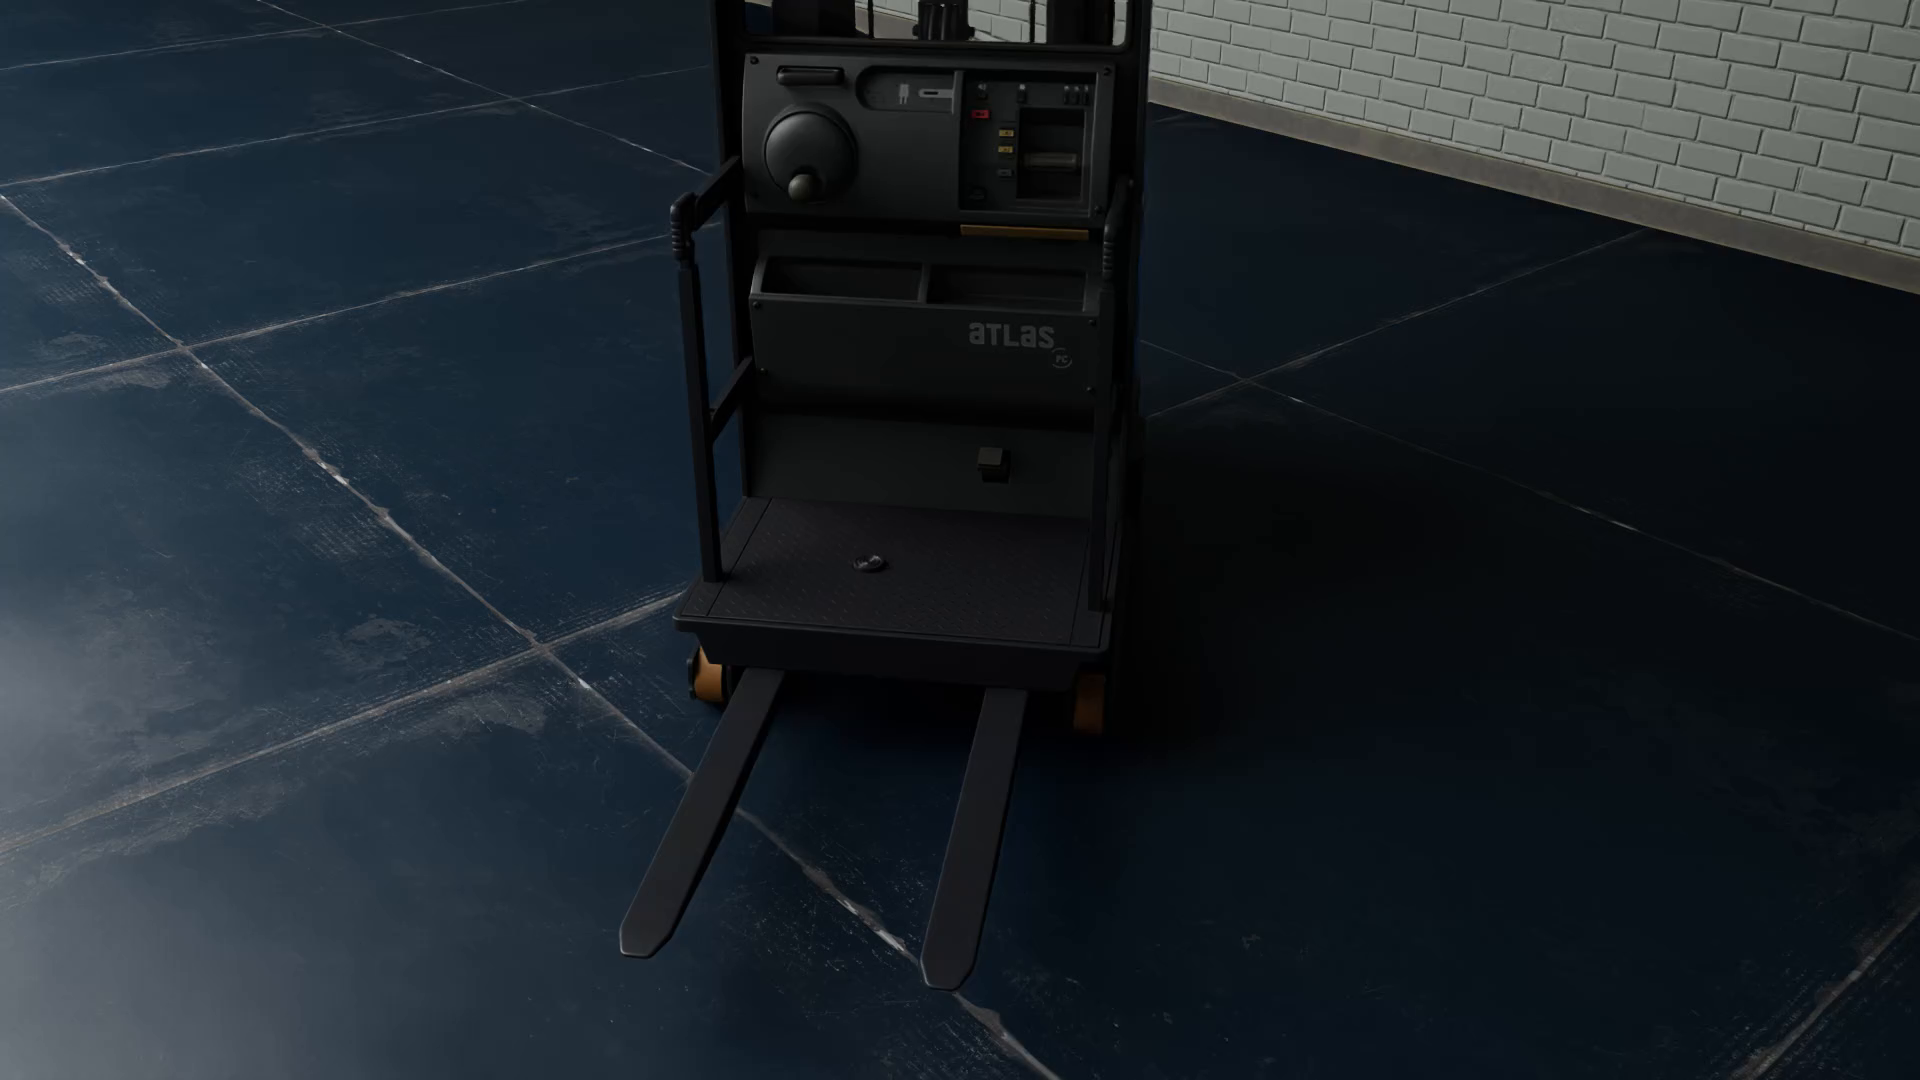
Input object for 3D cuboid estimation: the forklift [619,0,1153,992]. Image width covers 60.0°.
[{"bbox_3d":[-0.113,-0.967,3.950,1.130,2.935,3.031,4,28,7],"label":"forklift"}]
